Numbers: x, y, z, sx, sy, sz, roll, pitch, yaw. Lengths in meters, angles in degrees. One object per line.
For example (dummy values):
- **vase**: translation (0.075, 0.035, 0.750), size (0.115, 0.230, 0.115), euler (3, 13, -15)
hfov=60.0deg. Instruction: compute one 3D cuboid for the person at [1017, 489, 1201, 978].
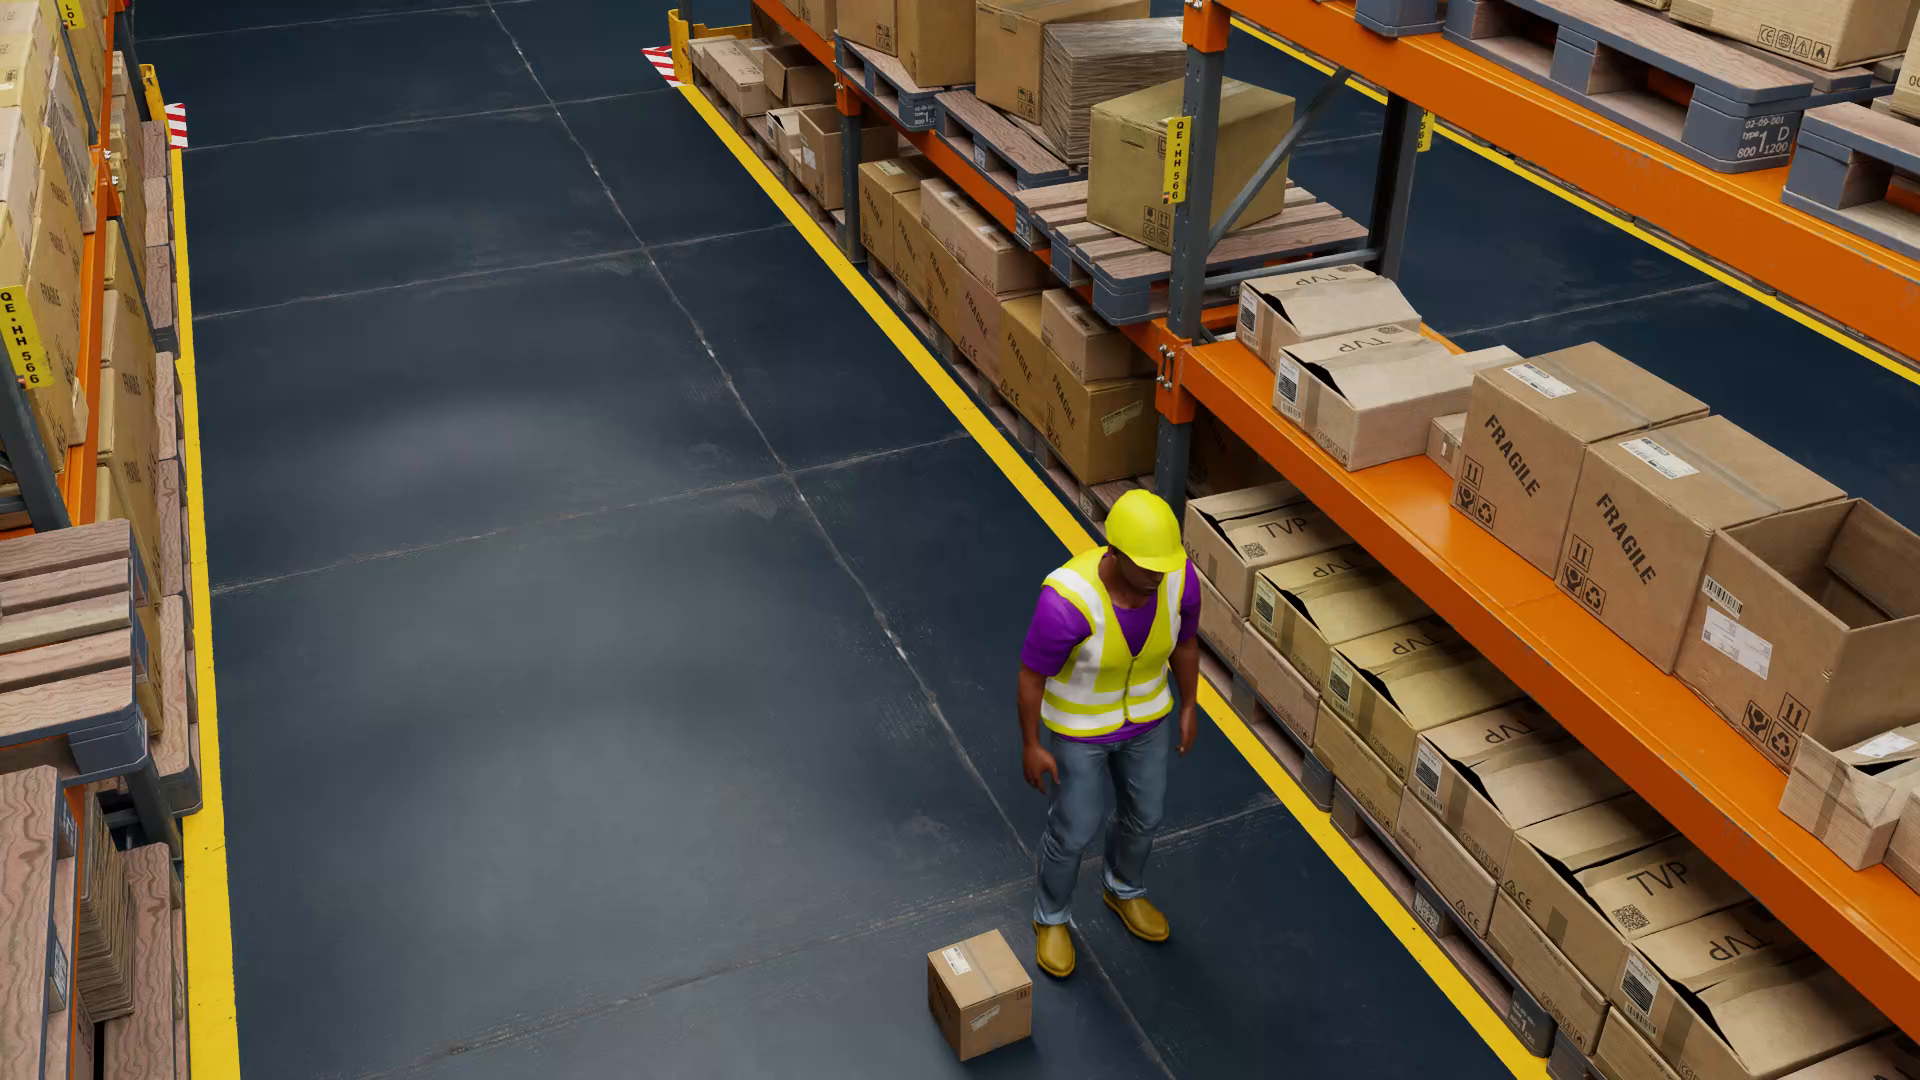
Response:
- **person**: translation (0.479, 0.586, 5.231), size (0.626, 1.760, 0.461), euler (-13, 35, -19)
